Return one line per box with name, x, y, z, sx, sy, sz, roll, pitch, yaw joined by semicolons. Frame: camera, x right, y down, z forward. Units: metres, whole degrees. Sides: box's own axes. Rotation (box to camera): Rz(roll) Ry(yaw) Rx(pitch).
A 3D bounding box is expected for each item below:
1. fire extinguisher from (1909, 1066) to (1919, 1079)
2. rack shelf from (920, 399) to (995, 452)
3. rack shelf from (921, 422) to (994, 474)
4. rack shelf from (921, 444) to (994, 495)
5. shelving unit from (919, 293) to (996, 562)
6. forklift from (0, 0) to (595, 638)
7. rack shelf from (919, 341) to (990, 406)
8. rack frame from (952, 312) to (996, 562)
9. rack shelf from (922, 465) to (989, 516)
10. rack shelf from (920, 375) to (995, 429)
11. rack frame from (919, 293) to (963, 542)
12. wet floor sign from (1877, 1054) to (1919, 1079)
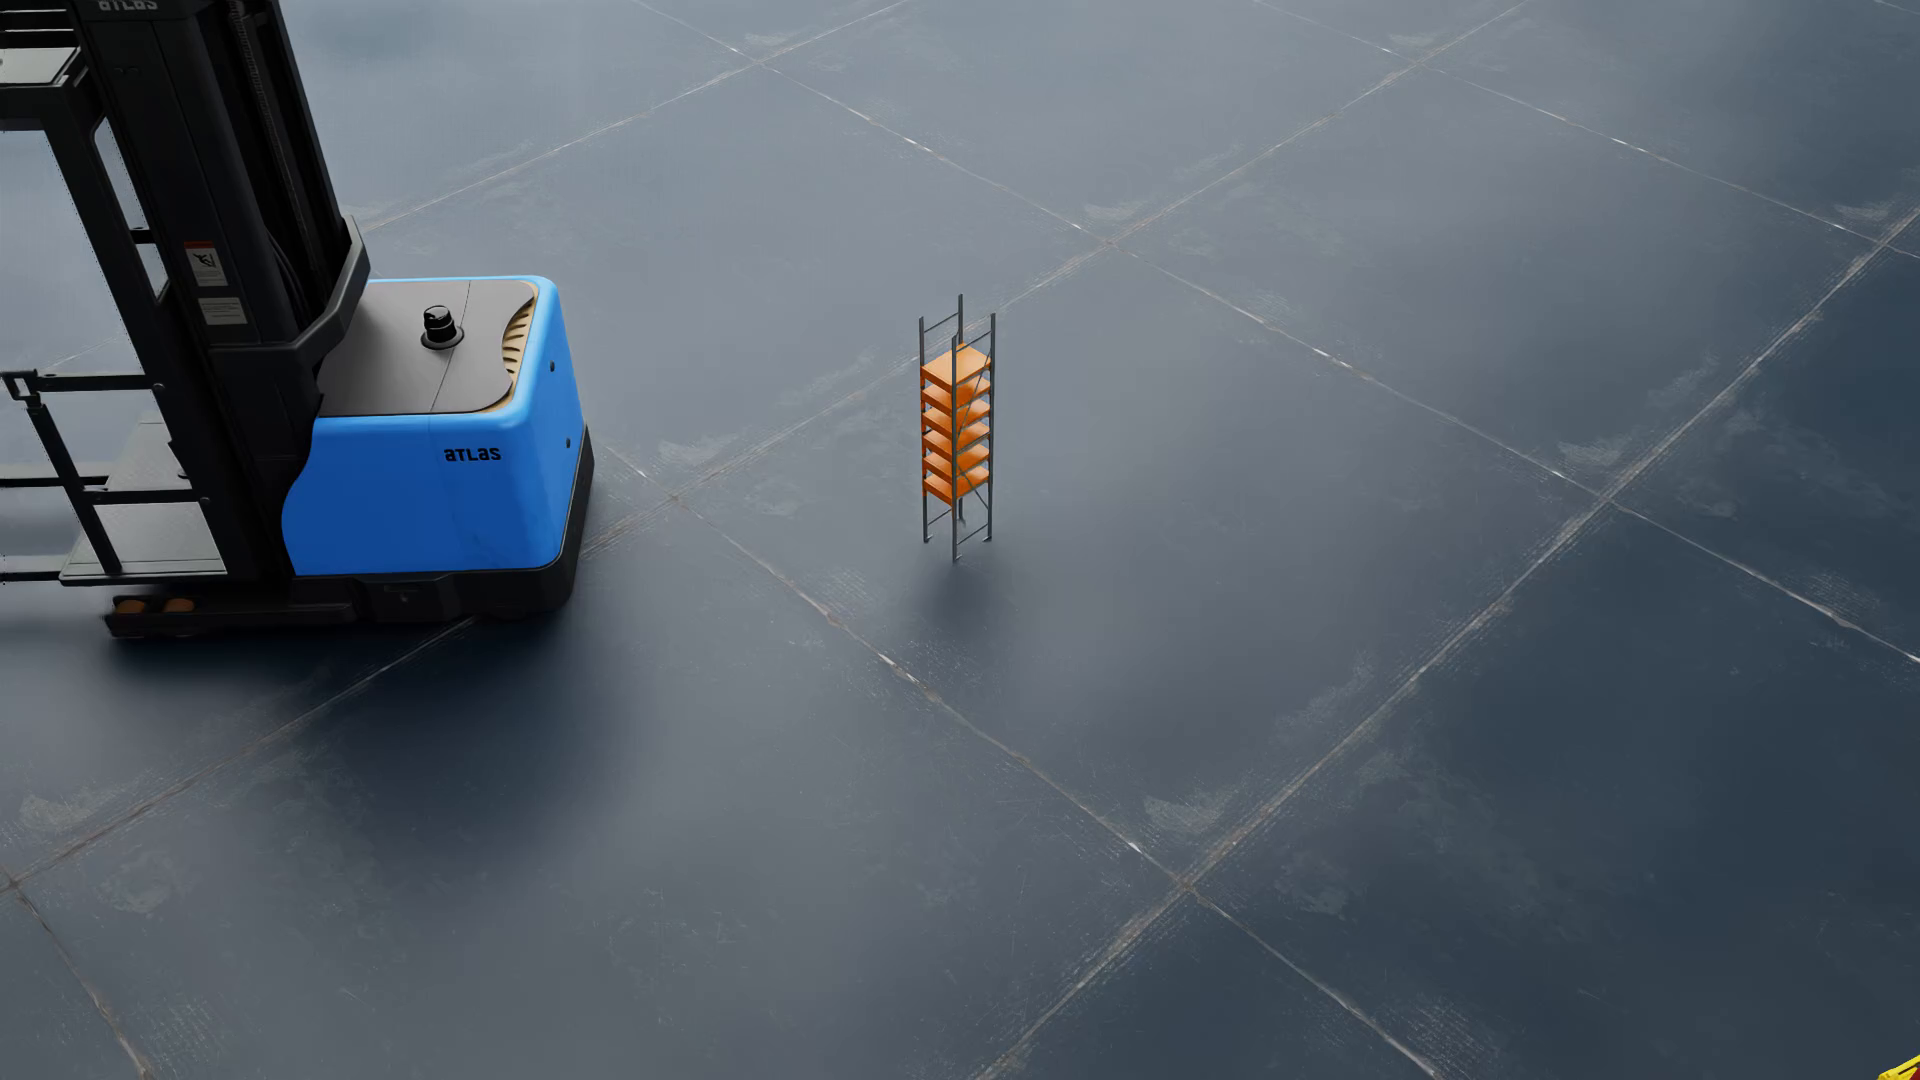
fire extinguisher;2.373;1.225;3.888;0.296;0.674;0.183;-34;53;-31
rack shelf;-0.010;-0.503;6.916;0.258;0.103;0.180;-34;53;-31
rack shelf;-0.010;-0.415;6.998;0.258;0.103;0.180;-34;53;-31
rack shelf;-0.010;-0.327;7.079;0.258;0.103;0.180;-34;53;-31
shelving unit;-0.010;-0.448;6.968;0.258;1.200;0.189;-34;53;-31
forklift;-3.172;-1.036;6.328;3.031;2.935;1.130;-2;43;-2
rack shelf;-0.010;-0.679;6.754;0.258;0.103;0.180;-34;53;-31
rack frame;0.054;-0.404;6.920;0.240;1.200;0.006;-34;53;-31
rack shelf;-0.010;-0.239;7.161;0.258;0.103;0.180;-34;53;-31
rack shelf;-0.010;-0.591;6.835;0.258;0.103;0.180;-34;53;-31
rack frame;-0.075;-0.492;7.015;0.240;1.200;0.006;-34;53;-31
wet floor sign;2.751;1.733;5.016;0.267;0.644;0.232;-18;46;-18
